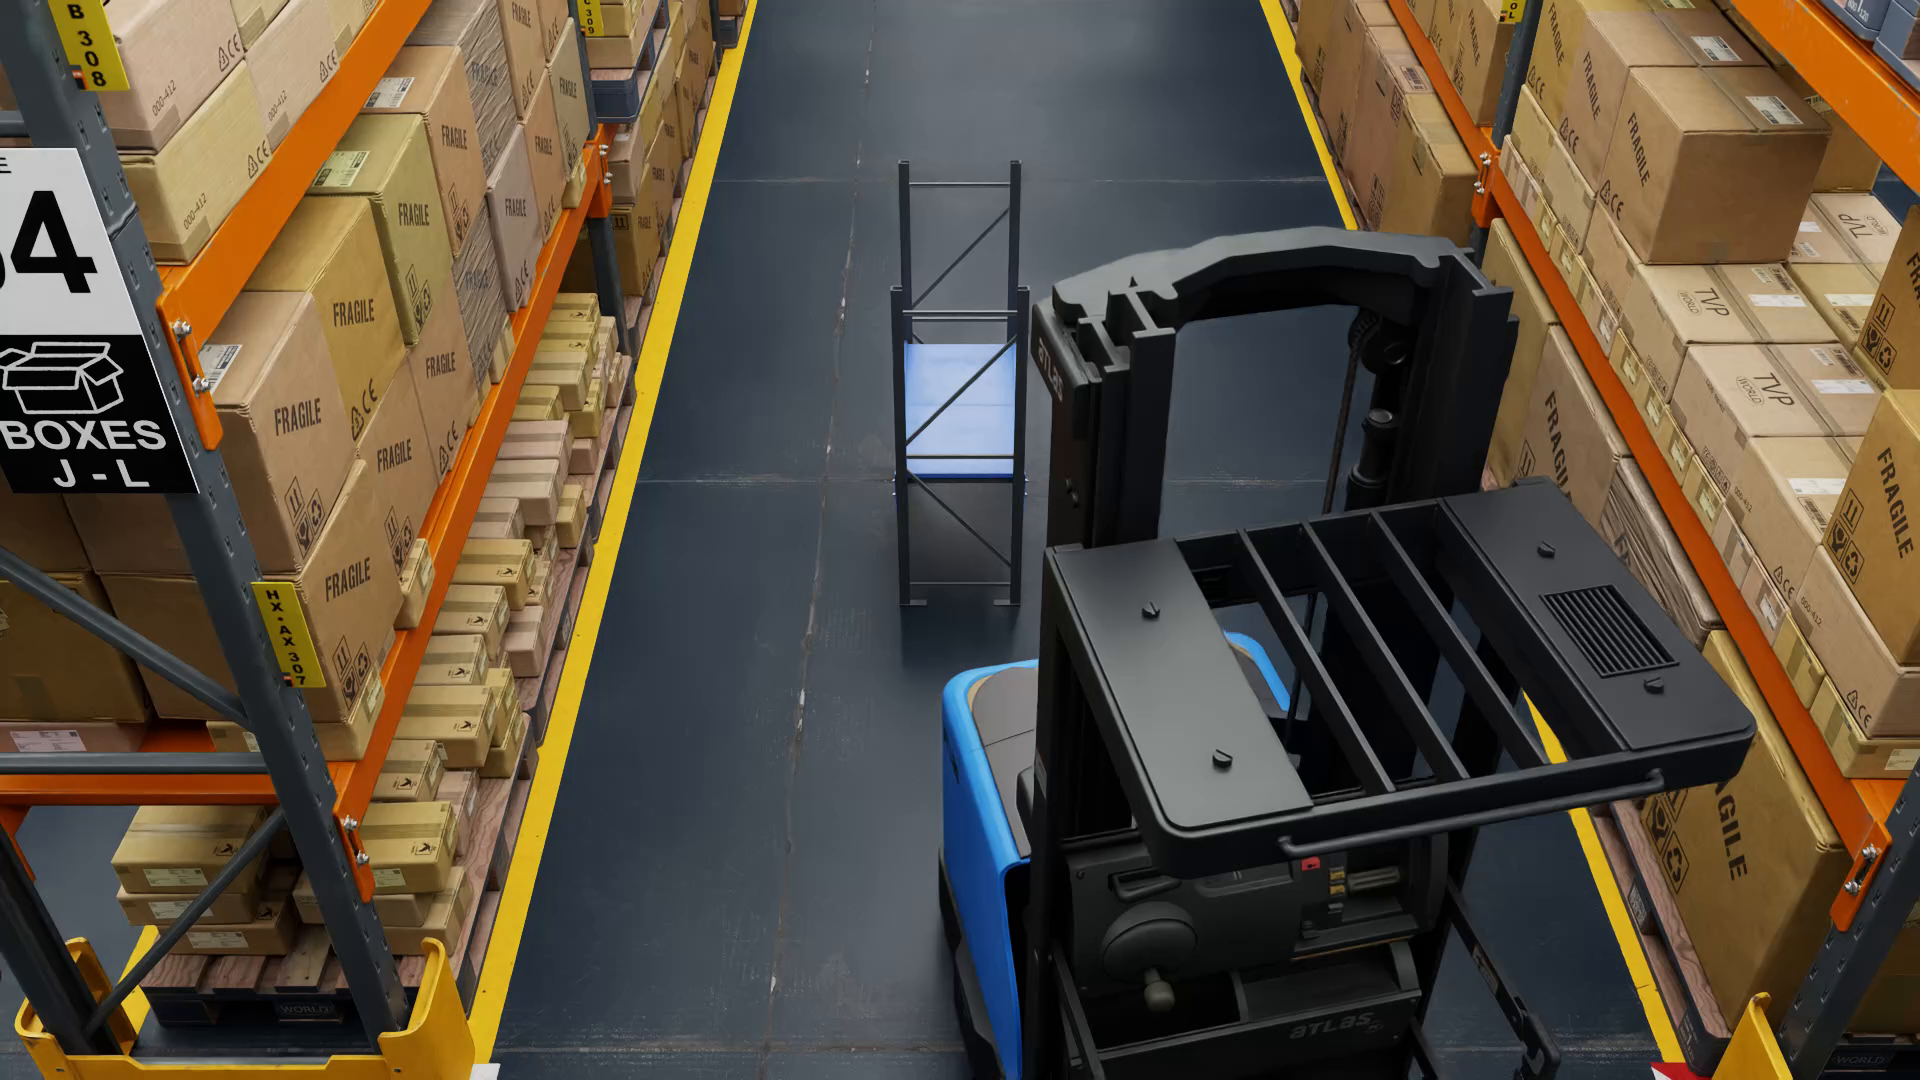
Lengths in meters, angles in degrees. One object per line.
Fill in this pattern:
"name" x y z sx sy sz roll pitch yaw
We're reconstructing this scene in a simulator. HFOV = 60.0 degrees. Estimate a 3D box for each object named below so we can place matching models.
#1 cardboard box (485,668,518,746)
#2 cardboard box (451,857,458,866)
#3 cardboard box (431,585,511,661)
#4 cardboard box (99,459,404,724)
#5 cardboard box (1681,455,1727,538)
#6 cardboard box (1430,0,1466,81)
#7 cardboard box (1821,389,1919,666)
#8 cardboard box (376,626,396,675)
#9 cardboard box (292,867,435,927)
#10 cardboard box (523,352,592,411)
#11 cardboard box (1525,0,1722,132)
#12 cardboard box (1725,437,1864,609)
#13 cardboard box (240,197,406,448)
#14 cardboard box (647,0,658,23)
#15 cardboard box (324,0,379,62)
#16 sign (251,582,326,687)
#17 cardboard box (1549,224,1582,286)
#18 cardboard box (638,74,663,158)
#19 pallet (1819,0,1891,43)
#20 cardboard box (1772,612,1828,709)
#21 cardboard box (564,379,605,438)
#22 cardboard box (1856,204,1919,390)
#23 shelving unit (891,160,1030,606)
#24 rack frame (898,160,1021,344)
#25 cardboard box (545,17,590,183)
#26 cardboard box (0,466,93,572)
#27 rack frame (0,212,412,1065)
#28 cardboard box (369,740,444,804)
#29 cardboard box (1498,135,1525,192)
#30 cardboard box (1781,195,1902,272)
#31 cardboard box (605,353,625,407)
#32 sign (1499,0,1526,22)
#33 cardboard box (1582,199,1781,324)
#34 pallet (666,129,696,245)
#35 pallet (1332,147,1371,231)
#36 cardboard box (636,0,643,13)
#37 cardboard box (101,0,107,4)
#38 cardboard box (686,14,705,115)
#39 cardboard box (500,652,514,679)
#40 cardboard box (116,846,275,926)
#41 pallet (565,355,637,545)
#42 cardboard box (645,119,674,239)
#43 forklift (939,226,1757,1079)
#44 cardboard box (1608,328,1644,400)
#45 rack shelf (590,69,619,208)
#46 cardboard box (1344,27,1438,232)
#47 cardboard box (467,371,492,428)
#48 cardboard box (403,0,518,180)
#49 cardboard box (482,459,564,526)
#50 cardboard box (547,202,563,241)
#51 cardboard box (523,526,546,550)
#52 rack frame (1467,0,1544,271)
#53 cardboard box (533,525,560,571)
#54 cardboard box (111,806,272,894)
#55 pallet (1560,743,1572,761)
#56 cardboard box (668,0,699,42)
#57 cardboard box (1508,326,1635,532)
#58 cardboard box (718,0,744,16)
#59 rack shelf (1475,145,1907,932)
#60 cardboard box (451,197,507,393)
"cardboard box" -1.778 0.583 5.830 0.380 0.149 0.250 1 39 1
"cardboard box" -1.873 1.020 5.523 0.380 0.149 0.250 0 39 0
"cardboard box" -1.838 0.293 5.954 0.380 0.149 0.250 1 39 2
"cardboard box" -1.834 0.127 4.376 0.500 0.500 0.500 2 39 2
"cardboard box" 2.518 -0.141 5.228 0.380 0.149 0.250 -1 39 -1
"cardboard box" 2.578 -2.520 7.916 0.500 0.500 0.500 1 39 1
"cardboard box" 2.587 -0.032 4.174 0.500 0.500 0.500 0 39 1
"cardboard box" -1.824 0.299 4.680 0.380 0.149 0.250 1 39 2
"cardboard box" -1.854 1.067 5.226 0.380 0.149 0.250 1 39 2
"cardboard box" -1.807 -0.685 7.174 0.380 0.149 0.250 0 39 0
"cardboard box" 2.590 -1.930 6.542 0.500 0.500 0.500 0 39 0
"cardboard box" 2.584 -0.055 4.803 0.500 0.250 0.500 -1 39 -1
"cardboard box" -1.852 -0.579 4.457 0.500 0.500 0.500 1 39 1
"cardboard box" -1.658 -2.581 7.937 0.380 0.149 0.250 0 39 0
"cardboard box" -1.865 -1.482 4.422 0.500 0.250 0.500 -1 39 -2
"sign" -1.567 0.224 3.879 0.100 0.325 0.005 0 39 0
"cardboard box" 2.516 -1.102 6.428 0.380 0.149 0.250 -1 39 -1
"cardboard box" -1.854 -2.215 8.679 0.500 0.250 0.500 1 39 1
"pallet" 2.834 -1.742 4.698 1.003 0.211 1.213 0 39 0
"cardboard box" 2.518 0.335 4.634 0.380 0.149 0.250 0 39 0
"cardboard box" -1.766 -0.573 7.272 0.380 0.149 0.250 -1 39 -2
"cardboard box" 3.112 -0.665 4.964 0.500 0.500 0.500 -1 39 -1
"shelving unit" 0.000 -0.639 6.848 0.538 1.500 1.048 0 39 0
"rack frame" -0.001 -0.956 7.244 0.500 1.500 0.032 0 39 0
"cardboard box" -1.832 -1.792 6.769 0.500 0.500 0.500 0 39 0
"cardboard box" -2.359 -0.269 4.069 0.500 0.500 0.500 -1 39 -1
"rack frame" -2.110 0.563 4.149 1.000 3.000 0.127 0 39 0
"cardboard box" -1.892 0.779 5.348 0.380 0.149 0.250 1 39 1
"cardboard box" 2.513 -1.596 7.044 0.380 0.149 0.250 0 39 0
"cardboard box" 3.112 -1.018 6.004 0.500 0.250 0.500 1 39 1
"cardboard box" -1.774 -0.745 7.725 0.380 0.149 0.250 0 39 1
"sign" 2.303 -2.294 6.851 0.100 0.325 0.005 0 39 0
"cardboard box" 2.586 -1.008 5.991 0.500 0.250 0.500 1 39 1
"pallet" -2.121 -2.102 9.705 1.003 0.211 1.213 0 39 0
"pallet" 2.765 -2.038 9.625 1.003 0.211 1.213 0 39 0
"cardboard box" -1.657 -2.529 7.635 0.380 0.149 0.250 -1 39 -1
"cardboard box" -1.883 -1.103 3.230 0.380 0.149 0.250 0 39 0
"cardboard box" -1.860 -2.893 10.124 0.500 0.500 0.500 1 39 2
"cardboard box" -1.866 0.545 6.115 0.380 0.149 0.250 0 39 0
"cardboard box" -2.396 1.065 5.228 0.380 0.149 0.250 -1 39 -1
"pallet" -2.079 -0.431 7.619 1.003 0.211 1.213 0 39 0
"cardboard box" -1.853 -1.920 8.911 0.500 0.500 0.500 2 39 2
"forklift" 0.759 0.927 3.749 1.130 2.935 3.031 -8 39 -10
"cardboard box" 2.516 -0.621 5.827 0.380 0.149 0.250 -1 39 -1
"rack shelf" -2.117 -2.909 9.056 1.077 0.370 4.000 0 39 0
"cardboard box" 2.823 -2.173 8.926 1.225 0.875 0.875 -1 39 -2
"cardboard box" -1.835 -0.518 5.698 0.380 0.149 0.250 1 39 2
"cardboard box" -1.851 -1.547 5.664 0.500 0.500 0.500 1 39 1
"cardboard box" -1.779 -0.184 6.550 0.380 0.149 0.250 -1 39 -2
"cardboard box" -1.830 -1.334 6.717 0.380 0.149 0.250 1 39 2
"cardboard box" -1.864 -0.089 6.668 0.380 0.149 0.250 -2 39 -2
"rack frame" 2.845 -1.879 7.196 1.000 3.000 0.127 0 39 0
"cardboard box" -1.839 0.065 6.714 0.380 0.149 0.250 1 39 1
"cardboard box" -2.364 0.948 5.136 0.380 0.149 0.250 0 39 0
"pallet" 2.772 0.449 6.520 1.003 0.211 1.213 0 39 0
"cardboard box" -1.845 -3.178 9.880 0.500 0.250 0.500 0 39 1
"cardboard box" 2.767 -0.238 6.512 0.875 0.875 0.875 0 39 0
"cardboard box" -2.030 -4.107 11.439 1.050 0.750 0.750 -1 39 -1
"rack shelf" 2.848 -0.348 5.861 1.077 0.370 4.000 0 39 0
"cardboard box" -1.855 -0.833 5.573 0.500 0.500 0.500 -1 39 -1
